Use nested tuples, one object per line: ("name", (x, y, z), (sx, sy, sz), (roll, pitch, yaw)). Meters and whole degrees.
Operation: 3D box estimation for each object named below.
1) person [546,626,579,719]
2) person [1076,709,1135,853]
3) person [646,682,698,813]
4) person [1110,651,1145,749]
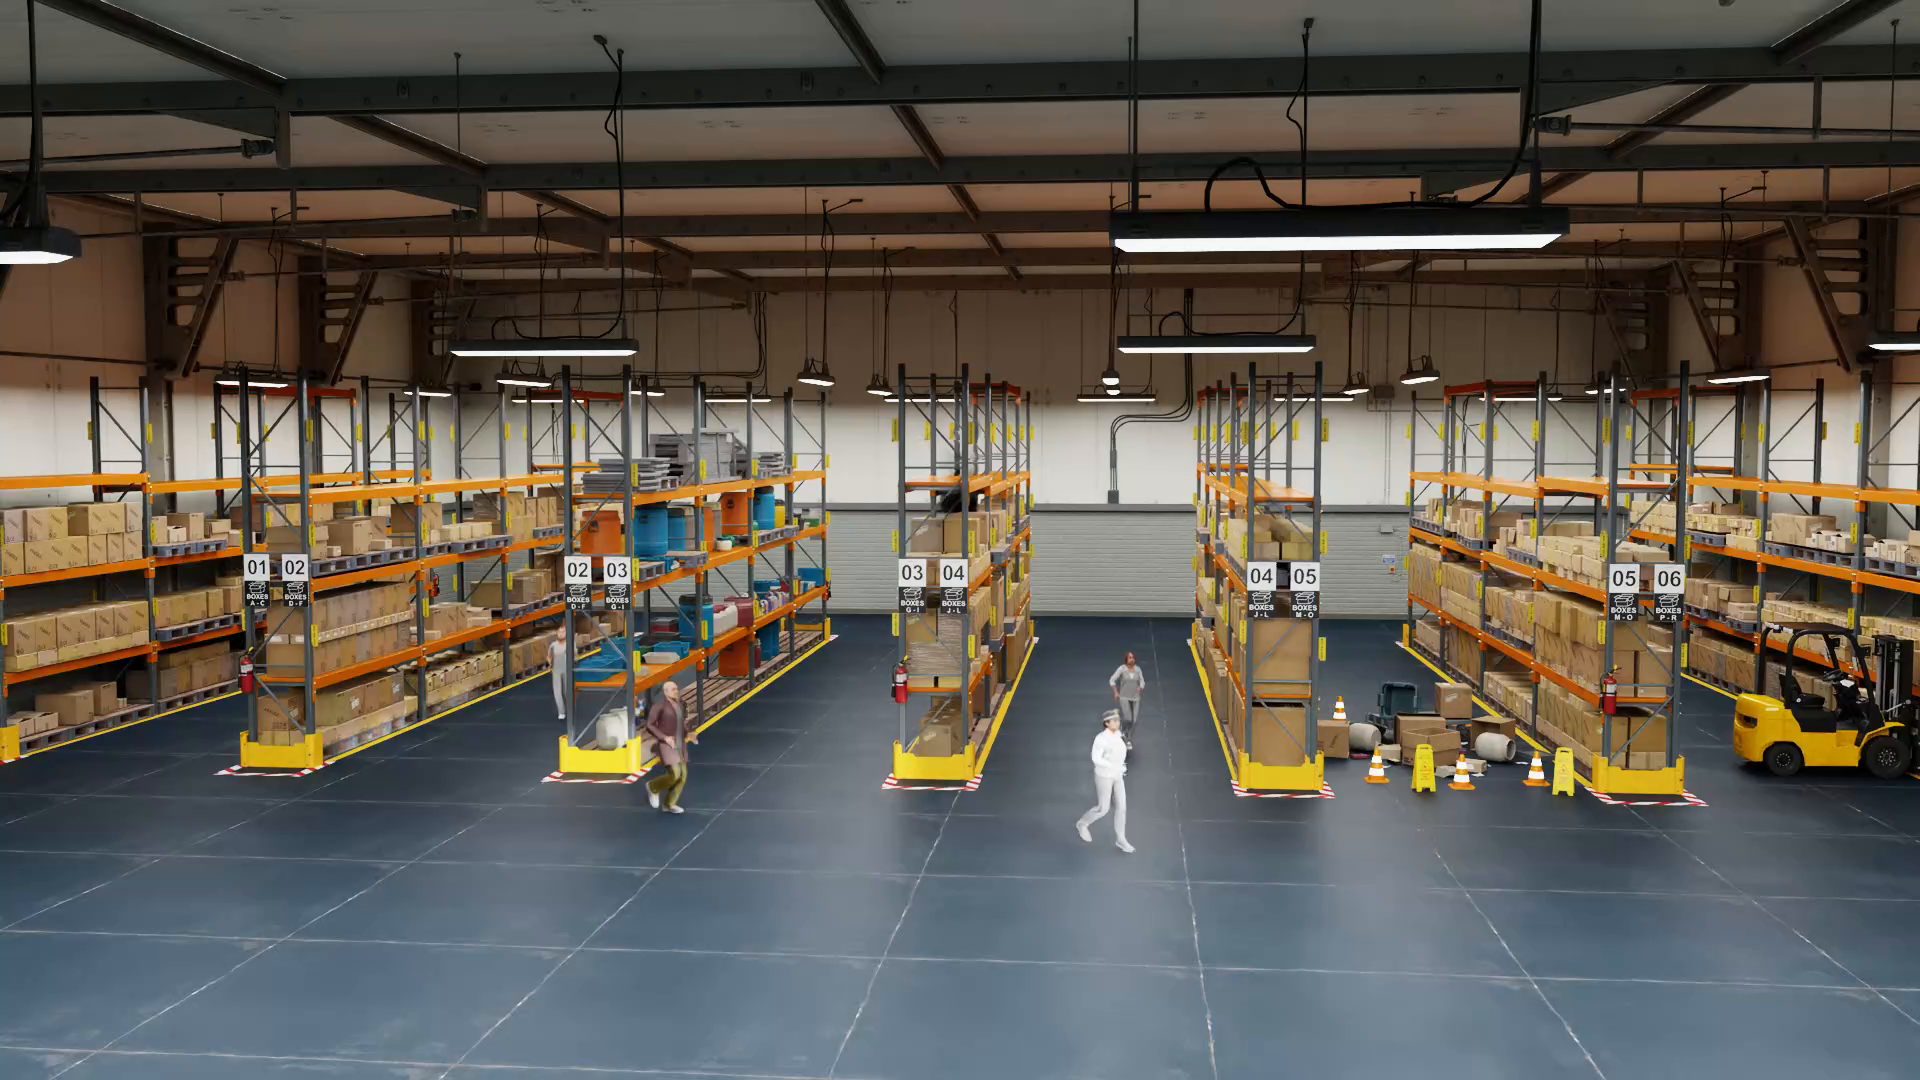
("person", (-6.983, 2.316, 29.198), (0.561, 1.618, 0.593), (0, 4, -3))
("person", (1.783, 2.872, 20.077), (0.815, 1.712, 0.637), (3, 5, 43))
("person", (-3.825, 2.726, 21.918), (0.632, 1.730, 0.694), (2, 4, 30))
("person", (2.678, 2.536, 26.225), (0.522, 1.559, 0.549), (-1, 4, -13))
